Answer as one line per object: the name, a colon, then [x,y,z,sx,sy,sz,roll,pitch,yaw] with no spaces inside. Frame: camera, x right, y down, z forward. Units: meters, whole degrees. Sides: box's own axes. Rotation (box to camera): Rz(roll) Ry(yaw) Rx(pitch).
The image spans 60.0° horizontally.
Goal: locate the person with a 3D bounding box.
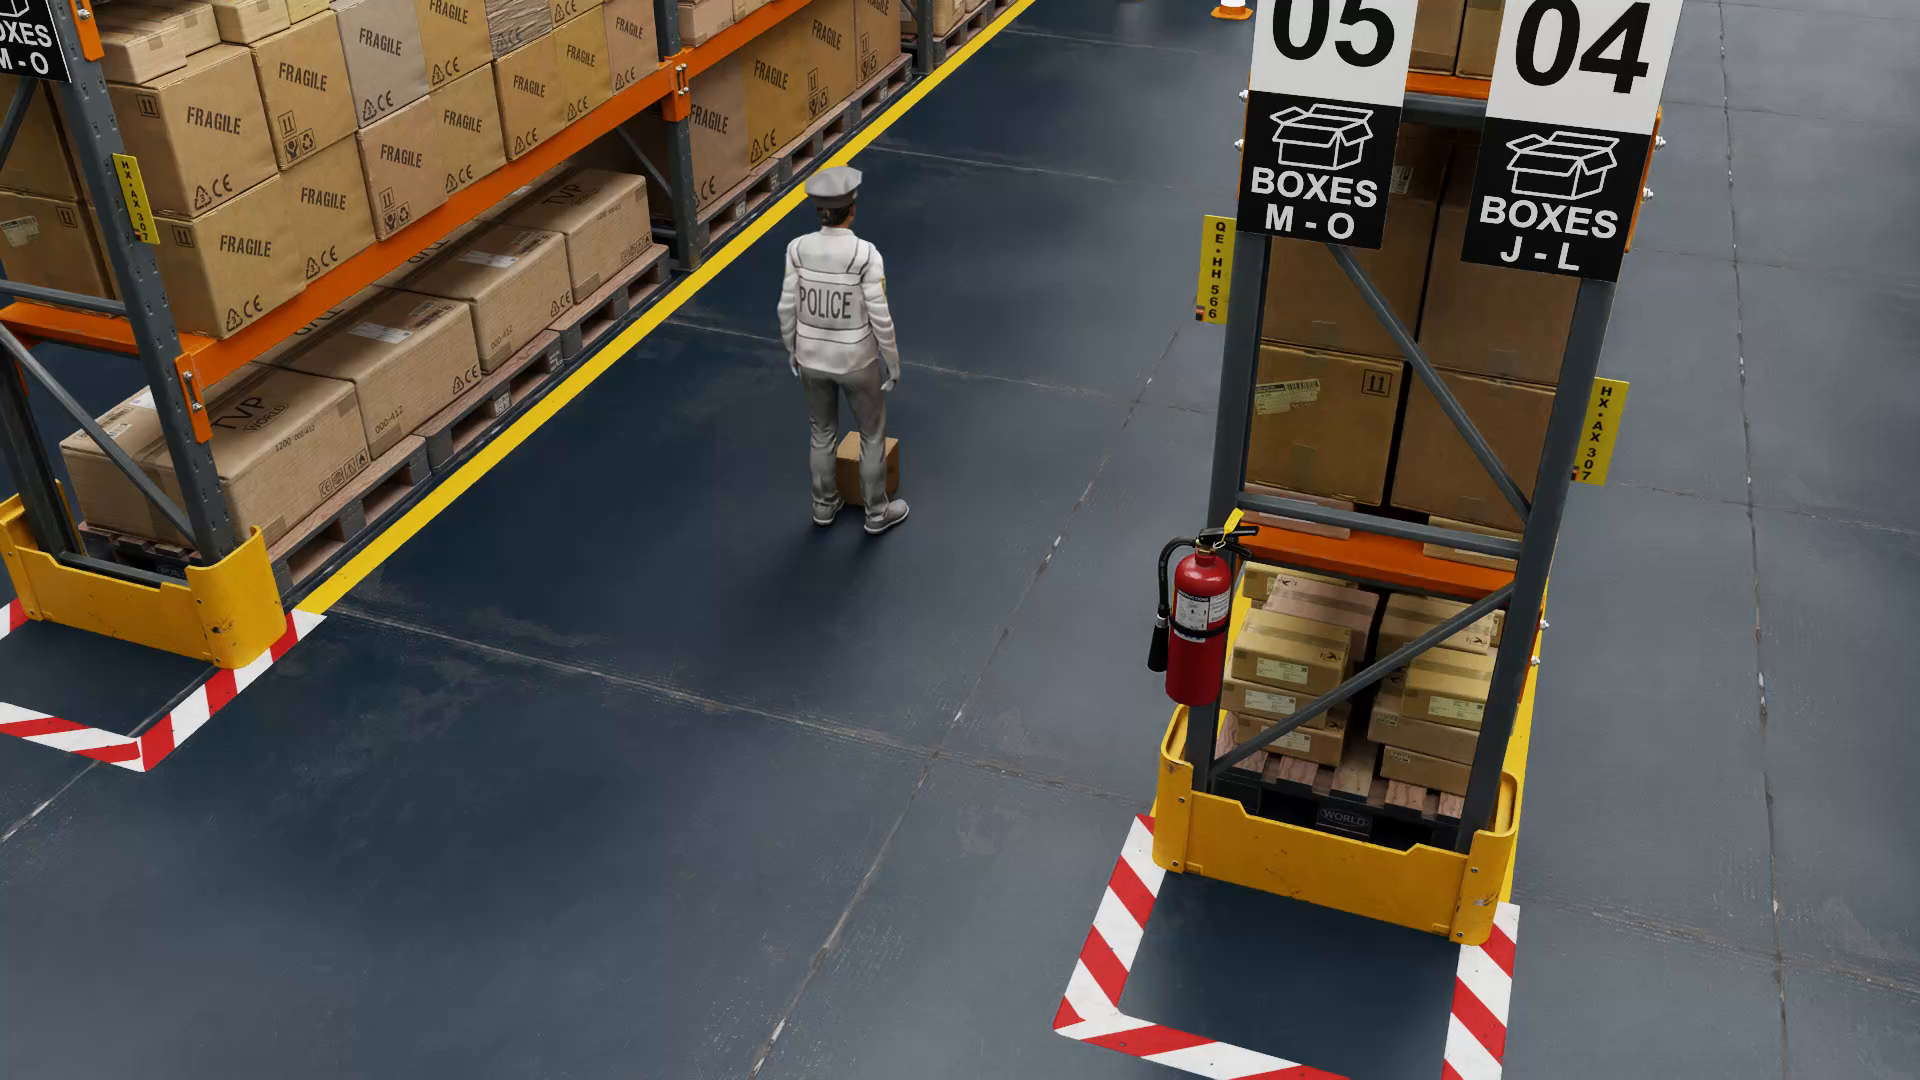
person: [-0.524,-0.800,7.347,0.536,1.663,0.379,11,35,16]
